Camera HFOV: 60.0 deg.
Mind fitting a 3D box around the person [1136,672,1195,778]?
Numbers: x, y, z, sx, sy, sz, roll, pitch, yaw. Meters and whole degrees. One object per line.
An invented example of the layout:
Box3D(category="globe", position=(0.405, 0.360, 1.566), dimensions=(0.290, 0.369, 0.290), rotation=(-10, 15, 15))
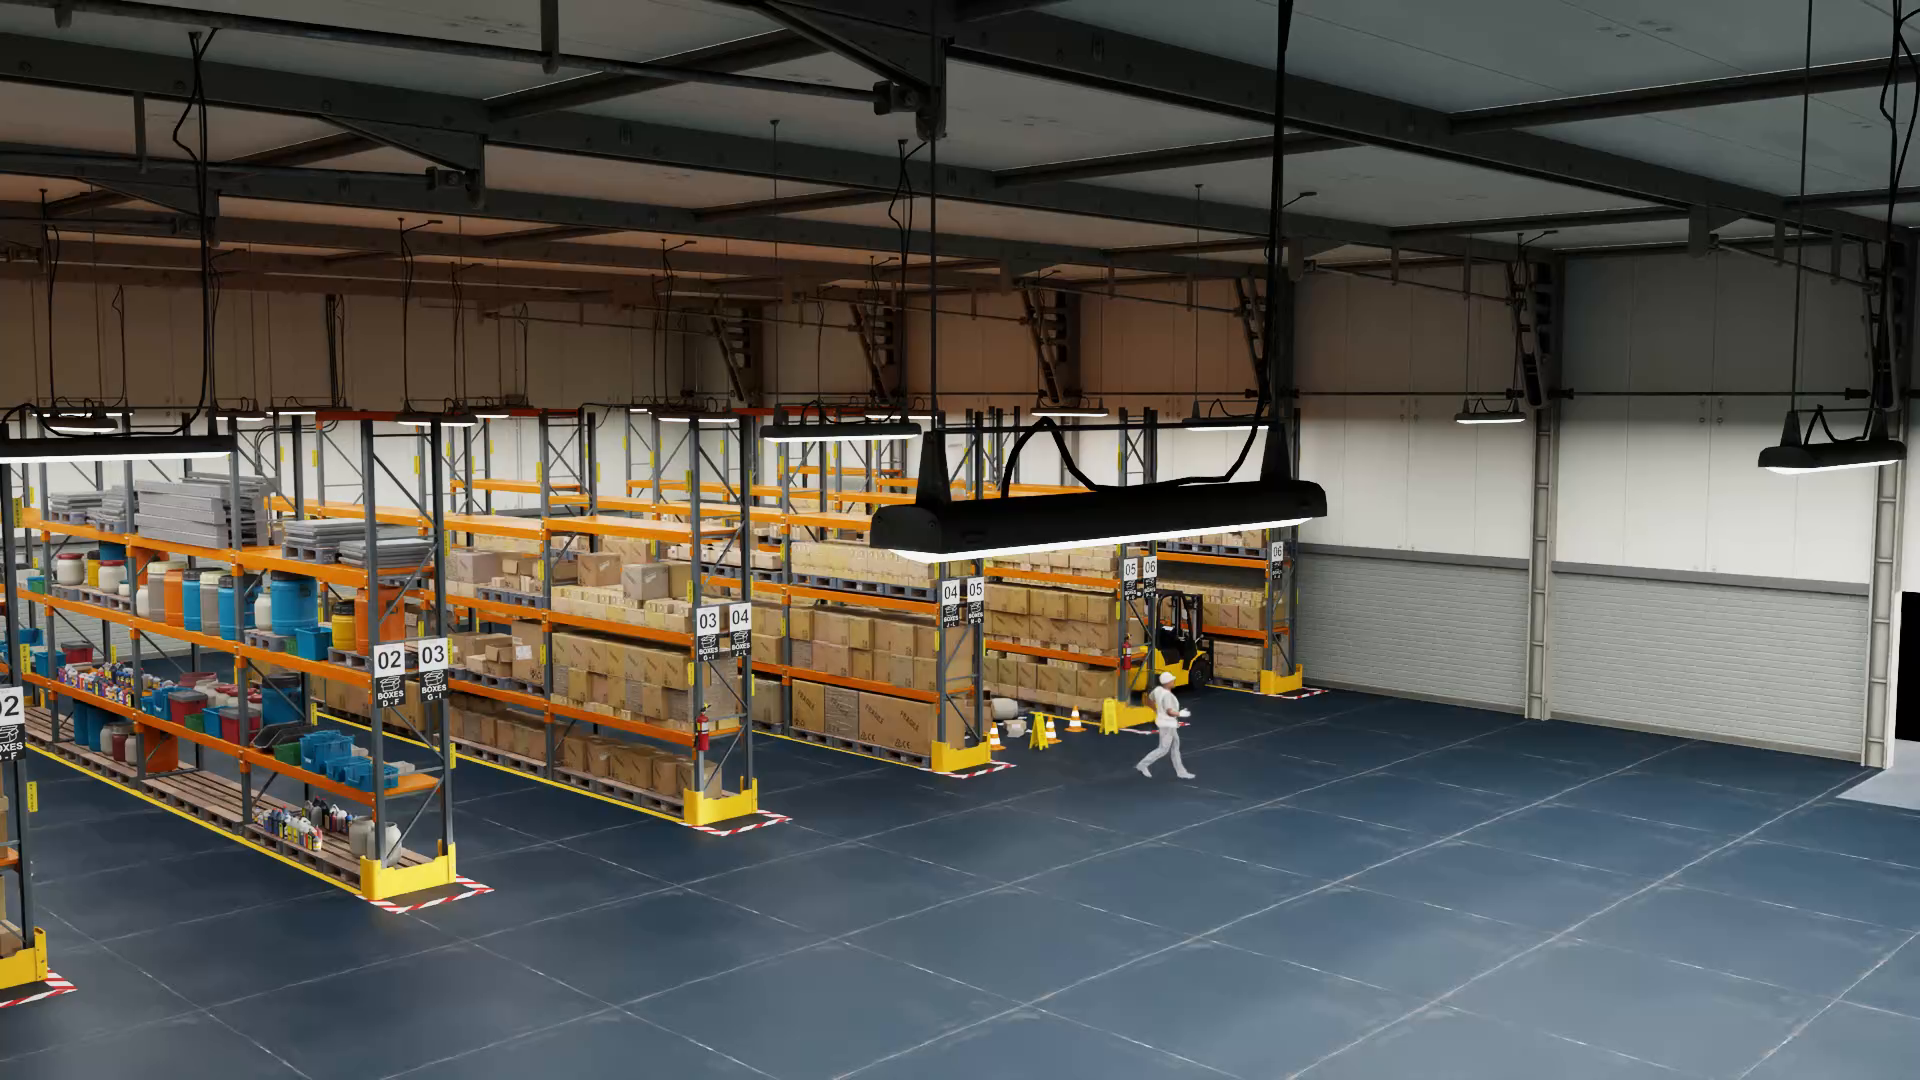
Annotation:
Box3D(category="person", position=(3.354, 3.022, 27.008), dimensions=(1.009, 1.772, 0.689), rotation=(0, 5, -4))
